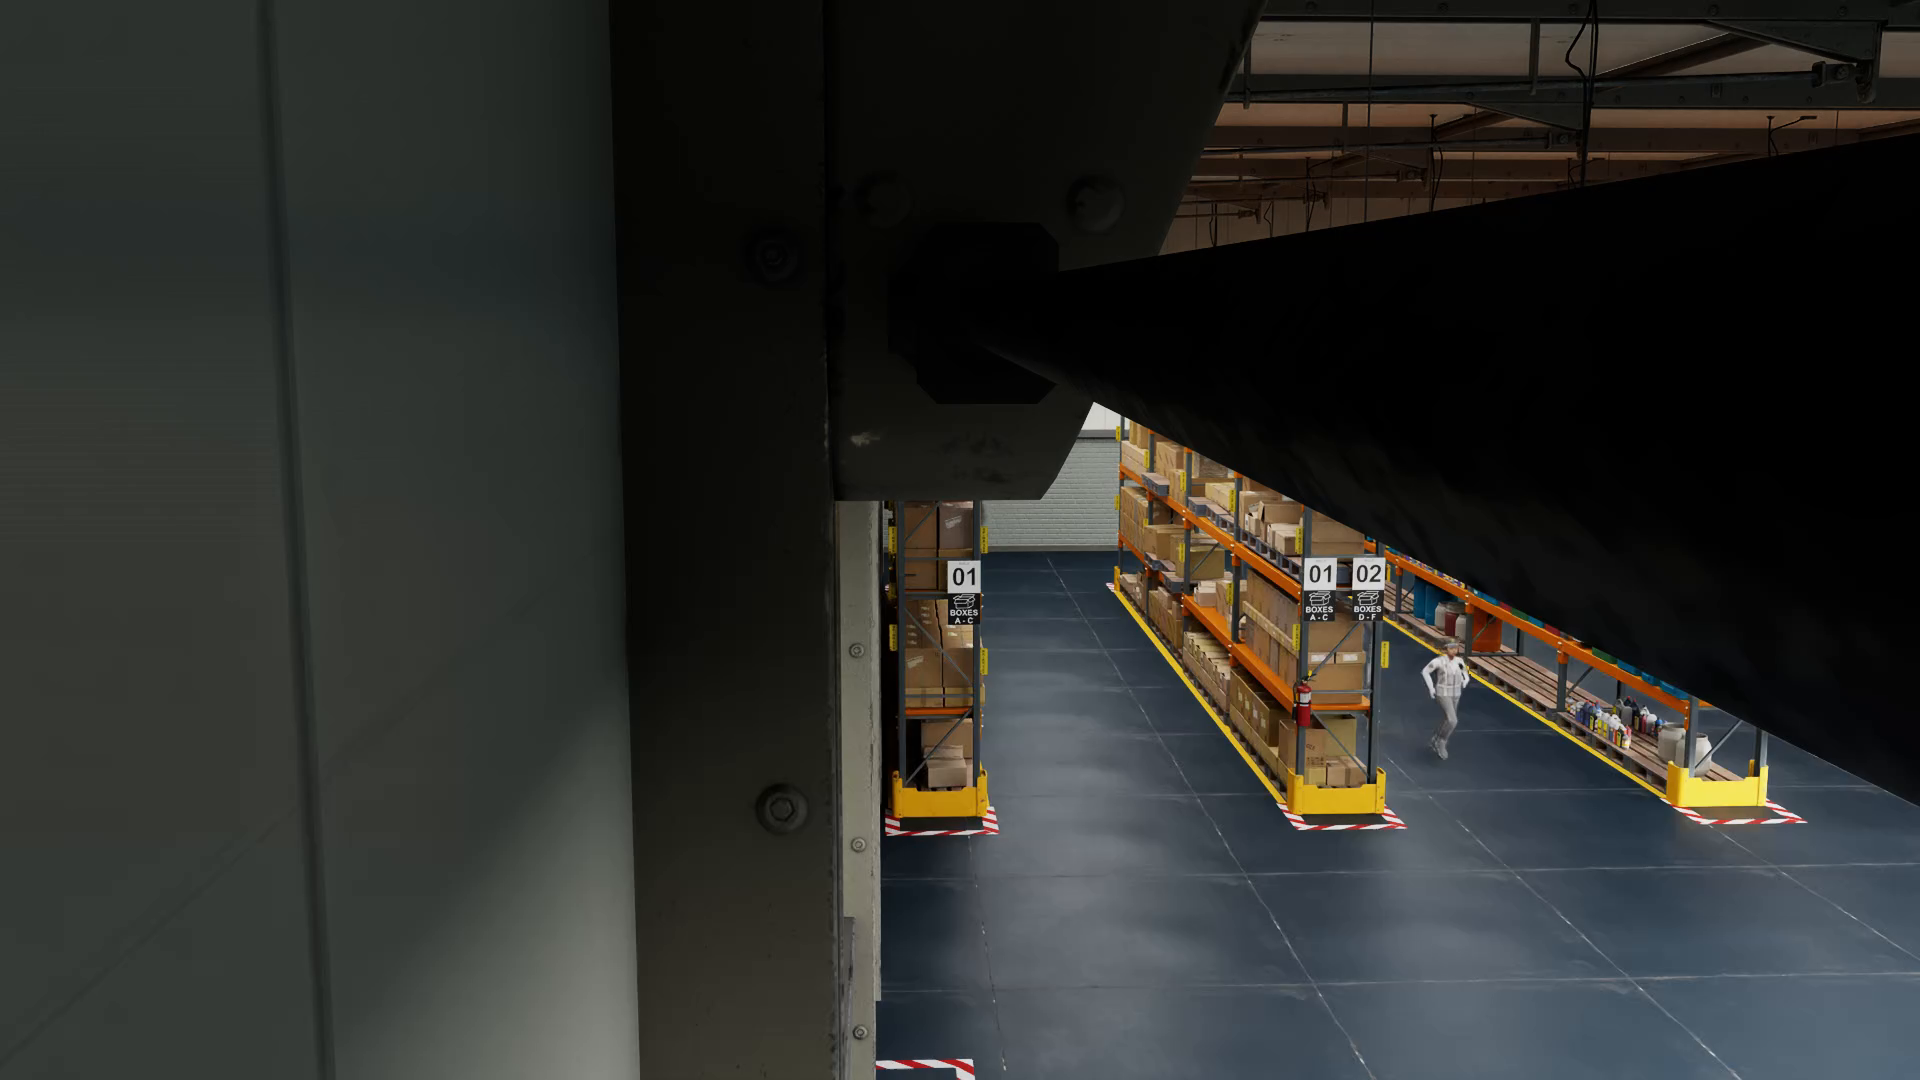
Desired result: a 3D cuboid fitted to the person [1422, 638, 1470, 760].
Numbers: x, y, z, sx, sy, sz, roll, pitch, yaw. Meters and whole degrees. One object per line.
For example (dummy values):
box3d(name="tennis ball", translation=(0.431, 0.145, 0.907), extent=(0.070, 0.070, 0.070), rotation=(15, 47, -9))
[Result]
box3d(name="person", translation=(6.789, 2.189, 23.091), extent=(0.563, 1.709, 0.675), rotation=(-3, 9, -22))
